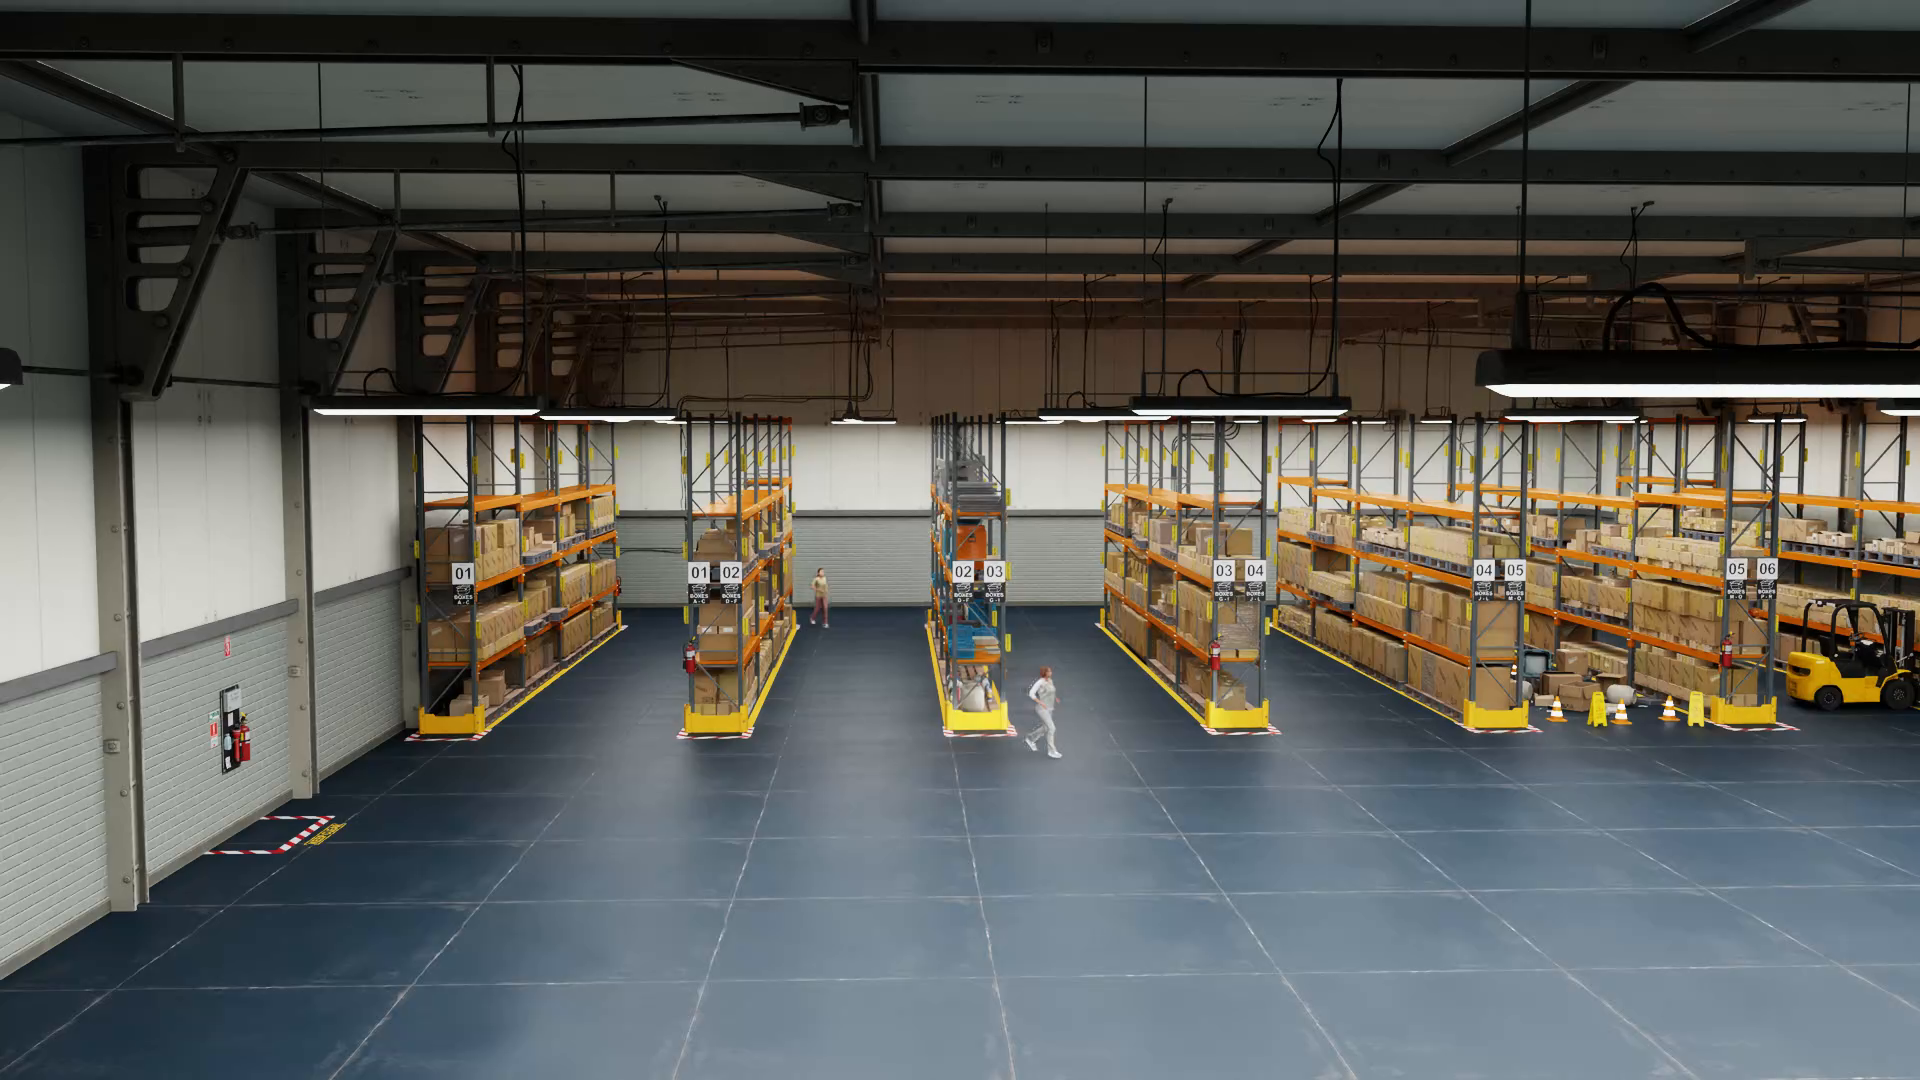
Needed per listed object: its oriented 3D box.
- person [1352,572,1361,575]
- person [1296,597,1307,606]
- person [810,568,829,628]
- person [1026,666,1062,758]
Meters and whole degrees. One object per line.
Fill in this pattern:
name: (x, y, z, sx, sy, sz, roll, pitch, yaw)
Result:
person: (11.772, 1.558, 49.442, 0.966, 1.679, 0.605, -1, 4, -11)
person: (10.145, 1.559, 48.639, 0.632, 1.760, 0.725, 1, 4, 20)
person: (-4.008, 1.644, 47.673, 0.595, 1.689, 0.852, -3, 5, -36)
person: (1.429, 2.965, 28.856, 0.747, 1.596, 0.548, 2, 4, 30)
